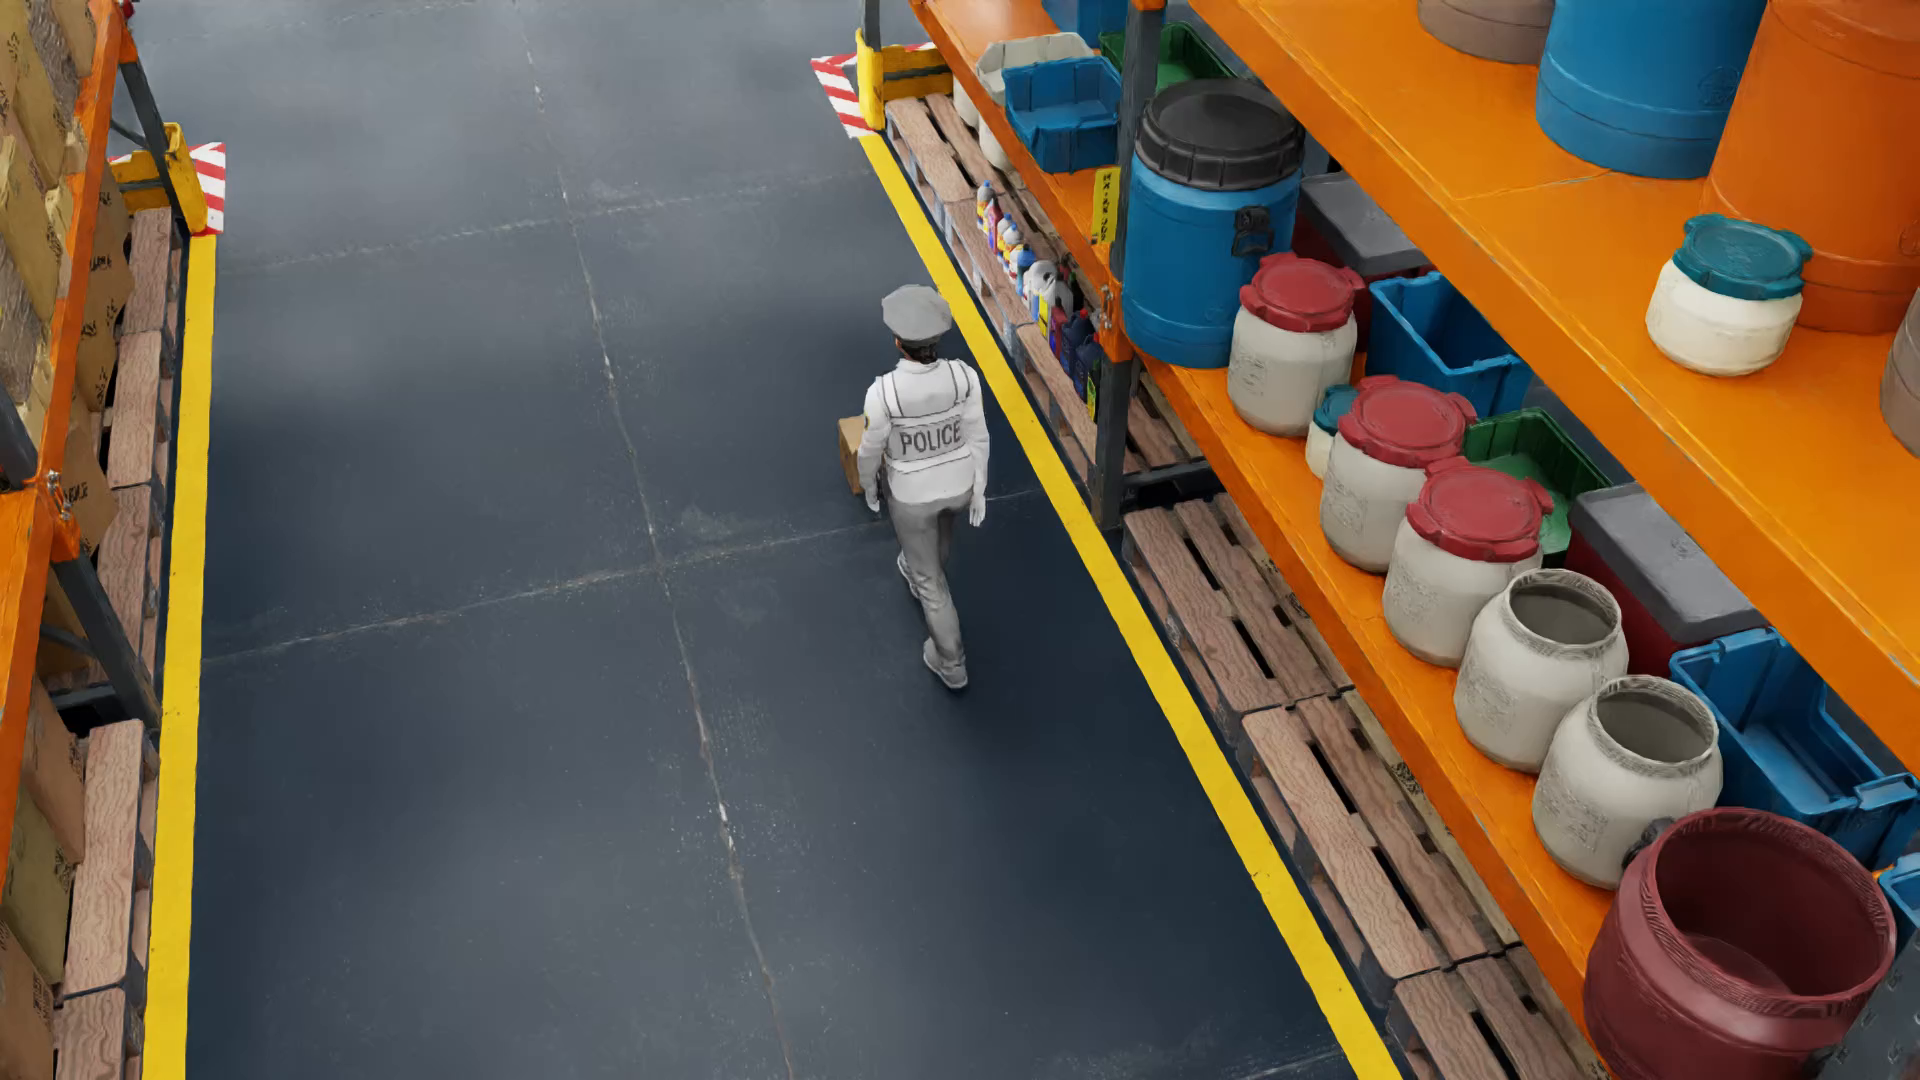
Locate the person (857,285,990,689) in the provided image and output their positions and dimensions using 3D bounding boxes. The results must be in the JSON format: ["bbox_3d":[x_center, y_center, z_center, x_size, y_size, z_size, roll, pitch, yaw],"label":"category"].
[{"bbox_3d":[-0.171,-0.249,6.399,0.483,1.633,0.808,-18,45,-19],"label":"person"}]
